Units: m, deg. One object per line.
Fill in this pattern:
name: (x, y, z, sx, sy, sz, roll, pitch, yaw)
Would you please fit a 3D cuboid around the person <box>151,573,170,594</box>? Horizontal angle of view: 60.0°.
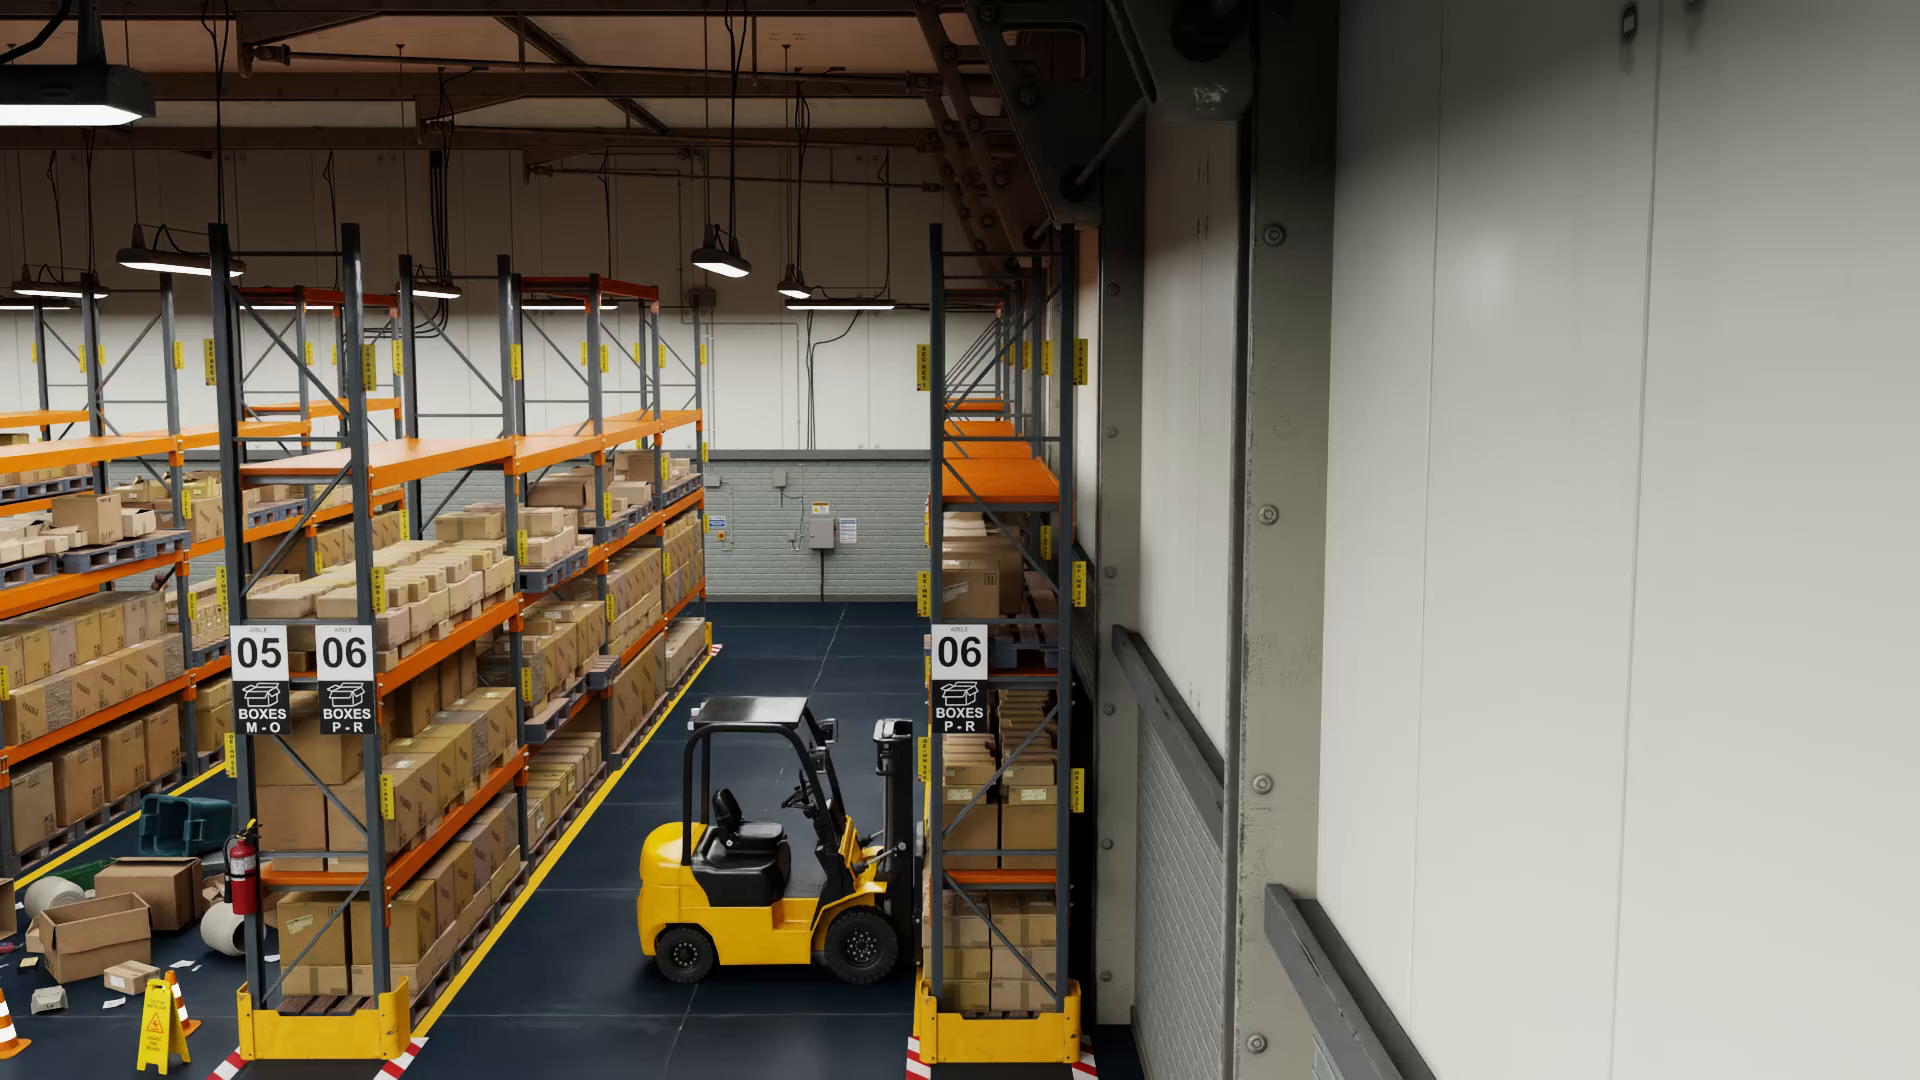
person: (-12.303, 1.338, 25.750, 0.479, 1.686, 0.636, 6, 9, 42)
